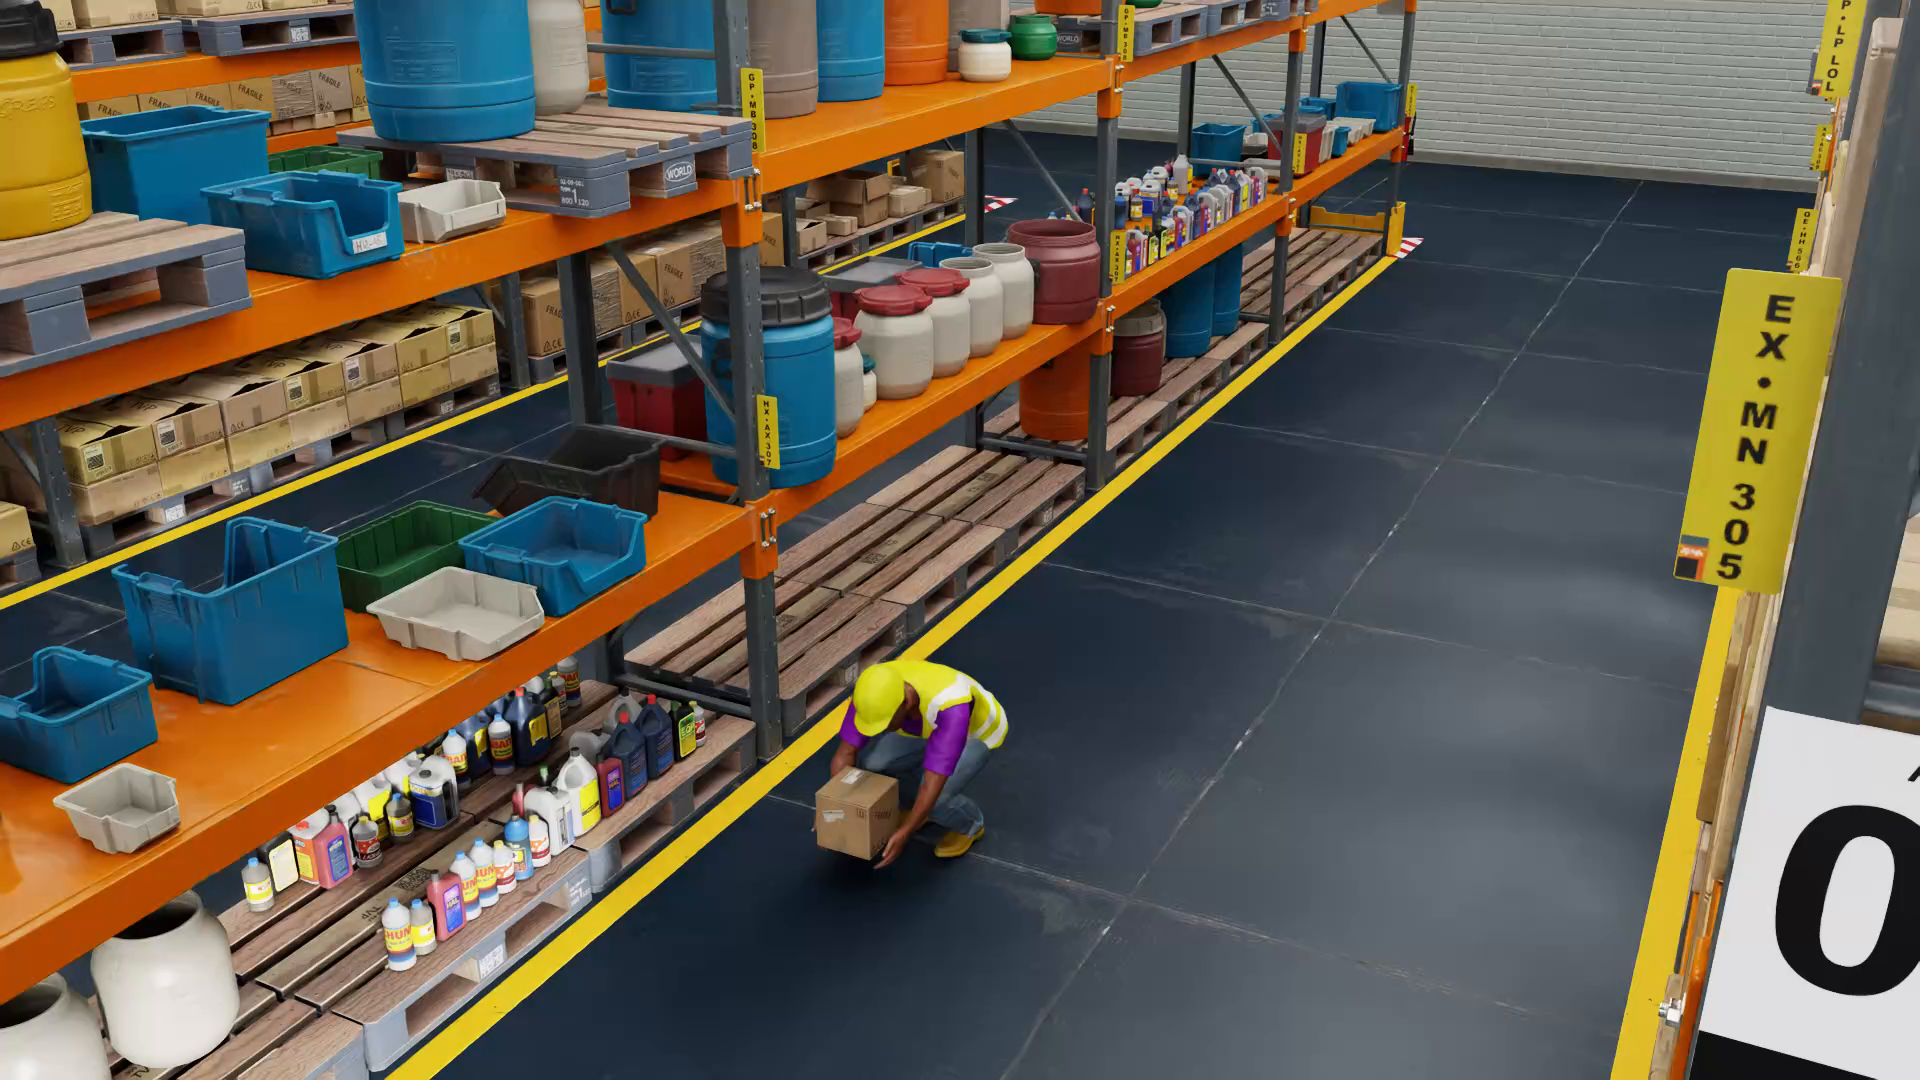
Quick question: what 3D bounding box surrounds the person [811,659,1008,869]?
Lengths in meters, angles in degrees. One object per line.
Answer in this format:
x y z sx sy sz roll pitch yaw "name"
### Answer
-0.166 0.875 6.965 0.578 1.001 0.919 19 29 38 "person"
